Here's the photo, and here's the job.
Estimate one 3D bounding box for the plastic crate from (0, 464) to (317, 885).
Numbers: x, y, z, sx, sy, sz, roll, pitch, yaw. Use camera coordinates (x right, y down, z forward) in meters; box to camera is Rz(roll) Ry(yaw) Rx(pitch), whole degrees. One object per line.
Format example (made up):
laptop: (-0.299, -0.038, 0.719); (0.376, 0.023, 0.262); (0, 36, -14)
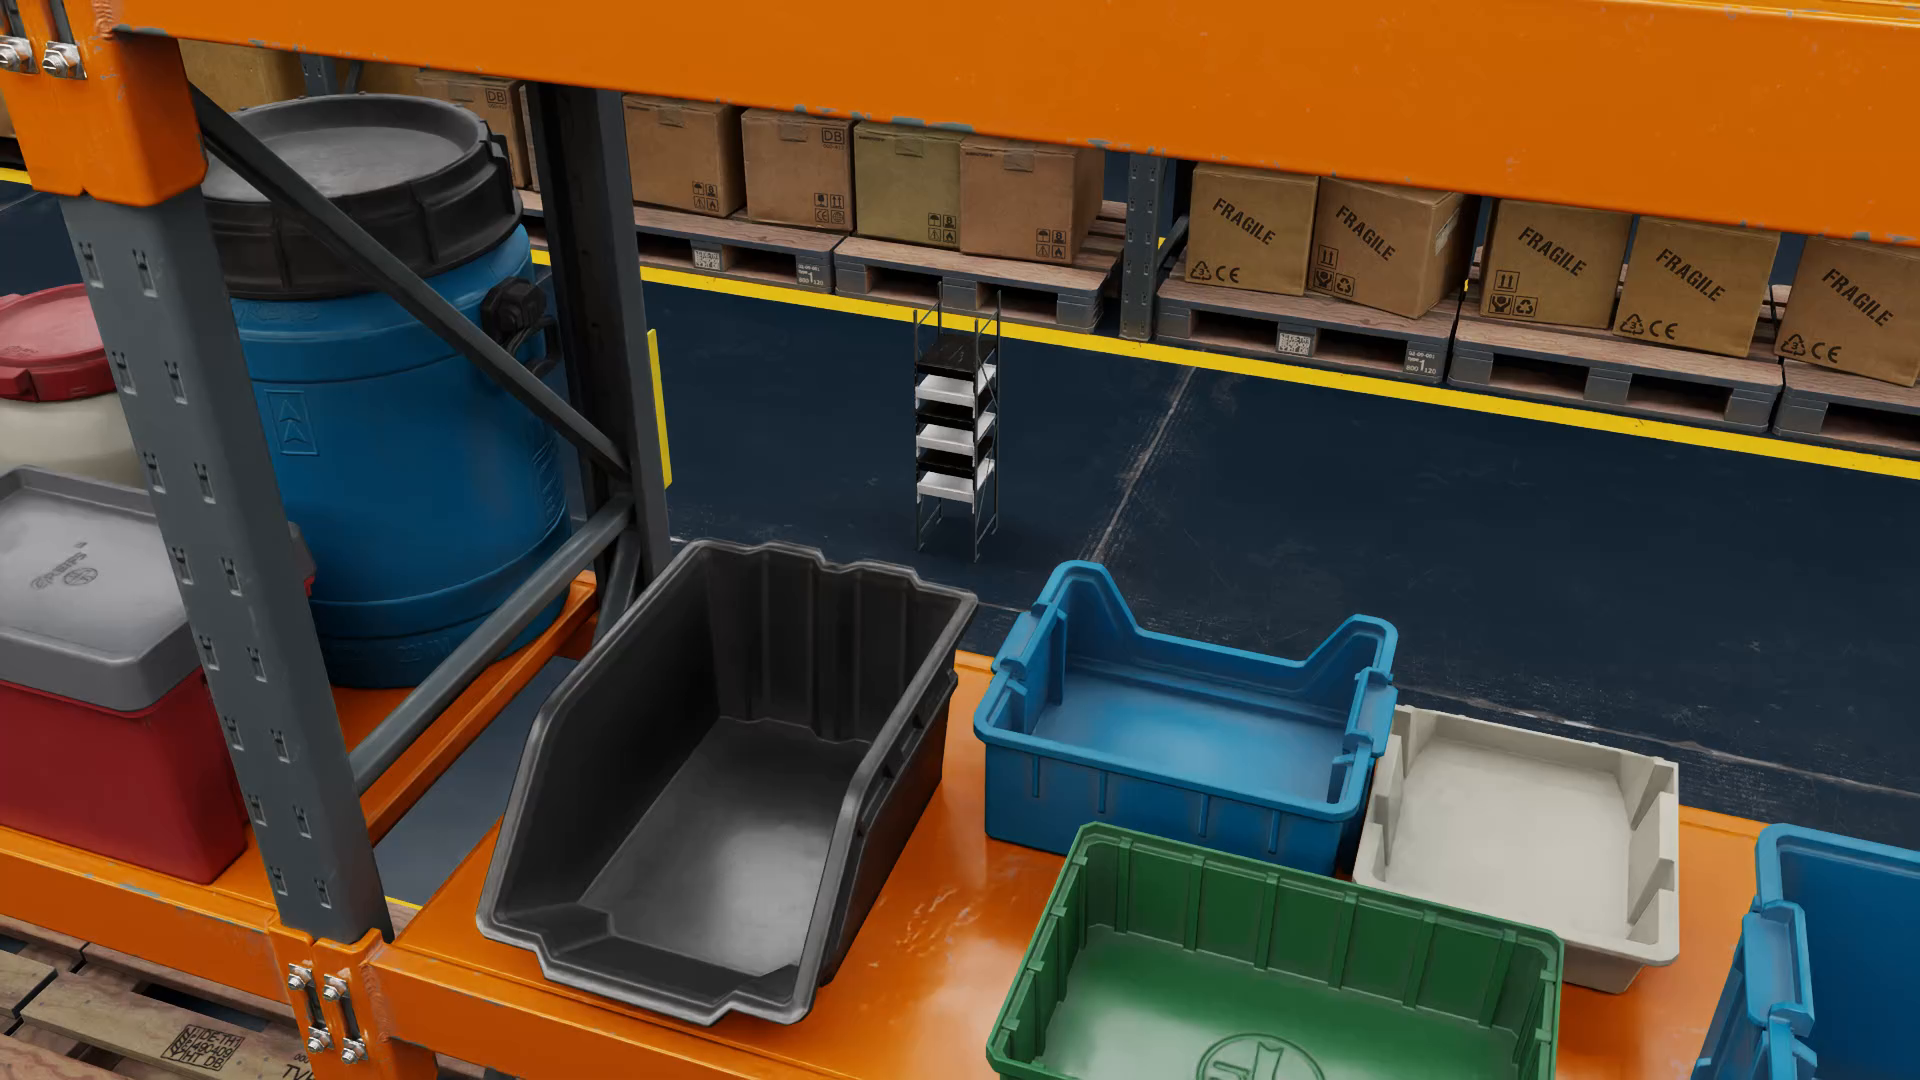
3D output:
plastic crate: (-1.328, 0.213, 2.596); (0.583, 0.464, 0.402); (11, 34, 16)

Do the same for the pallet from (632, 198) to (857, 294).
pallet: (-0.984, -1.549, 7.955); (1.213, 0.211, 1.003); (11, 34, 16)

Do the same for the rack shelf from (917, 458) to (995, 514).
rack shelf: (-0.008, -0.200, 5.624); (0.200, 0.077, 0.258); (11, 34, 16)

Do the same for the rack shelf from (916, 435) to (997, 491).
rack shelf: (-0.008, -0.276, 5.575); (0.200, 0.077, 0.258); (11, 34, 16)

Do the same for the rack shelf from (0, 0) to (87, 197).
rack shelf: (-2.652, -1.152, 2.666); (4.000, 0.370, 1.077); (11, 34, 16)

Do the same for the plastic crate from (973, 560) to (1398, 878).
plastic crate: (0.364, 0.299, 2.659); (0.616, 0.251, 0.499); (11, 34, 16)

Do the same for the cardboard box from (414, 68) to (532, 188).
cardboard box: (-2.226, -2.111, 8.153); (0.500, 0.500, 0.700); (9, 34, 14)

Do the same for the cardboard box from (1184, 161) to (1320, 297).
cardboard box: (1.265, -1.389, 7.054); (0.500, 0.500, 0.500); (10, 34, 15)

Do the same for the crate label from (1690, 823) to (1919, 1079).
crate label: (1.172, 0.691, 1.882); (0.616, 0.435, 0.502); (11, 34, 16)

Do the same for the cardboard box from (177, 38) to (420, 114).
cardboard box: (-3.506, -2.510, 8.443); (0.875, 0.875, 1.225); (9, 34, 14)

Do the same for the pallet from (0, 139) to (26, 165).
pallet: (-4.725, -2.324, 9.155); (1.213, 0.211, 1.003); (11, 34, 16)

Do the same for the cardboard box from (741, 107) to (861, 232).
cardboard box: (-0.638, -1.814, 7.693); (0.500, 0.500, 0.700); (8, 34, 12)

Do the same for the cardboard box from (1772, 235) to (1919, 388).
cardboard box: (3.511, -0.966, 6.398); (0.500, 0.500, 0.500); (21, 38, 29)

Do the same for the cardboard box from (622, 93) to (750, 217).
cardboard box: (-1.164, -1.916, 7.851); (0.500, 0.500, 0.700); (14, 35, 20)

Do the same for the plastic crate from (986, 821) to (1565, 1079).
plastic crate: (0.413, 0.654, 2.167); (0.662, 0.188, 0.450); (11, 34, 16)

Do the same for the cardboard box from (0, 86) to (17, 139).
cardboard box: (-4.343, -2.677, 8.702); (0.875, 0.875, 1.225); (11, 34, 17)

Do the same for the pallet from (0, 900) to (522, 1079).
pallet: (-1.522, 1.220, 3.666); (1.213, 0.211, 1.003); (11, 34, 16)

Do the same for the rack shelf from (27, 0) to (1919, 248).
rack shelf: (1.114, -0.420, 1.532); (4.000, 0.370, 1.077); (11, 34, 16)

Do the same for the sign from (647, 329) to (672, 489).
sign: (-0.573, -0.223, 3.075); (0.005, 0.325, 0.100); (11, 34, 16)

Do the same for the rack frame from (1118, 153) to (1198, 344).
rack frame: (0.902, -2.357, 6.635); (0.127, 3.000, 1.000); (11, 34, 16)

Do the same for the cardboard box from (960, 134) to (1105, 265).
cardboard box: (0.331, -1.615, 7.385); (0.500, 0.500, 0.700); (8, 34, 13)

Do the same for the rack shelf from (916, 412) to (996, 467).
rack shelf: (-0.008, -0.352, 5.526); (0.200, 0.077, 0.258); (11, 34, 16)

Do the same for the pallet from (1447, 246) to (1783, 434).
pallet: (2.698, -0.858, 6.884); (1.213, 0.211, 1.003); (11, 34, 16)

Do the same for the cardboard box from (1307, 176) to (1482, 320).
cardboard box: (1.807, -1.289, 6.898); (0.500, 0.500, 0.500); (23, 39, 31)

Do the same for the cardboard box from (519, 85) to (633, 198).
cardboard box: (-1.700, -2.016, 8.006); (0.500, 0.500, 0.700); (8, 34, 12)

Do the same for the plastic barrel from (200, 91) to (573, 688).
plastic barrel: (-1.031, -0.264, 2.931); (0.708, 0.901, 0.600); (11, 34, 16)

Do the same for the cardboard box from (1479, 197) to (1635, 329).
cardboard box: (2.418, -1.215, 6.784); (0.500, 0.500, 0.500); (8, 34, 12)

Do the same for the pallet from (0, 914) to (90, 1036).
pallet: (-2.674, 0.997, 4.010); (1.213, 0.211, 1.003); (11, 34, 16)

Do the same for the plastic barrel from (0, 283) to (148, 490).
plastic barrel: (-1.596, -0.172, 3.126); (0.433, 0.535, 0.433); (0, 33, 0)

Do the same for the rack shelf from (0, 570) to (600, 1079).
rack shelf: (-2.652, 0.108, 3.480); (4.000, 0.370, 1.077); (11, 34, 16)

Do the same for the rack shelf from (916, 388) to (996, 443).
rack shelf: (-0.008, -0.427, 5.477); (0.200, 0.077, 0.258); (11, 34, 16)

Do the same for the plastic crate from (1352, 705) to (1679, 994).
plastic crate: (0.845, 0.451, 2.529); (0.437, 0.136, 0.530); (11, 34, 16)

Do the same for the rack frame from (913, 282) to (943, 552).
rack frame: (-0.103, -0.398, 5.537); (0.006, 0.900, 0.240); (11, 34, 16)

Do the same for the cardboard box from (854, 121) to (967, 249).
cardboard box: (-0.112, -1.712, 7.535); (0.500, 0.500, 0.700); (11, 34, 16)

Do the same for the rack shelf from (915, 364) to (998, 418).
rack shelf: (-0.008, -0.503, 5.429); (0.200, 0.077, 0.258); (11, 34, 16)

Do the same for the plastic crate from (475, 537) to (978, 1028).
plastic crate: (-0.319, 0.359, 2.486); (0.504, 0.338, 0.767); (11, 34, 16)

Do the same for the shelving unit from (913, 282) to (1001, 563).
shelving unit: (-0.008, -0.380, 5.508); (0.210, 0.900, 0.258); (11, 34, 16)

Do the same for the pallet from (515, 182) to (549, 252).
pallet: (-2.129, -1.774, 8.302); (1.213, 0.211, 1.003); (11, 34, 16)

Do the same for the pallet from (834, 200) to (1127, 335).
pallet: (0.168, -1.327, 7.611); (1.213, 0.211, 1.003); (11, 34, 16)

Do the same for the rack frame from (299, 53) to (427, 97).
rack frame: (-2.864, -3.089, 7.769); (0.127, 3.000, 1.000); (11, 34, 16)

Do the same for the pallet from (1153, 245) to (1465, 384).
pallet: (1.546, -1.080, 7.229); (1.213, 0.211, 1.003); (11, 34, 16)

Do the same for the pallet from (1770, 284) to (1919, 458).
pallet: (3.843, -0.634, 6.537); (1.213, 0.211, 1.003); (11, 34, 16)

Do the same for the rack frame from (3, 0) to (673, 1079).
rack frame: (-0.769, 0.172, 2.718); (0.127, 3.000, 1.000); (11, 34, 16)

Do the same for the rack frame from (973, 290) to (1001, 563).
rack frame: (0.088, -0.361, 5.479); (0.006, 0.900, 0.240); (11, 34, 16)

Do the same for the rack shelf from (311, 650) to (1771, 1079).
rack shelf: (1.114, 0.840, 2.346); (4.000, 0.370, 1.077); (11, 34, 16)

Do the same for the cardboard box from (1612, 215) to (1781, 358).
cardboard box: (2.928, -1.090, 6.590); (0.500, 0.500, 0.500); (14, 35, 21)

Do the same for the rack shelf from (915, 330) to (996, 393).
rack shelf: (-0.008, -0.578, 5.380); (0.200, 0.077, 0.258); (11, 34, 16)
